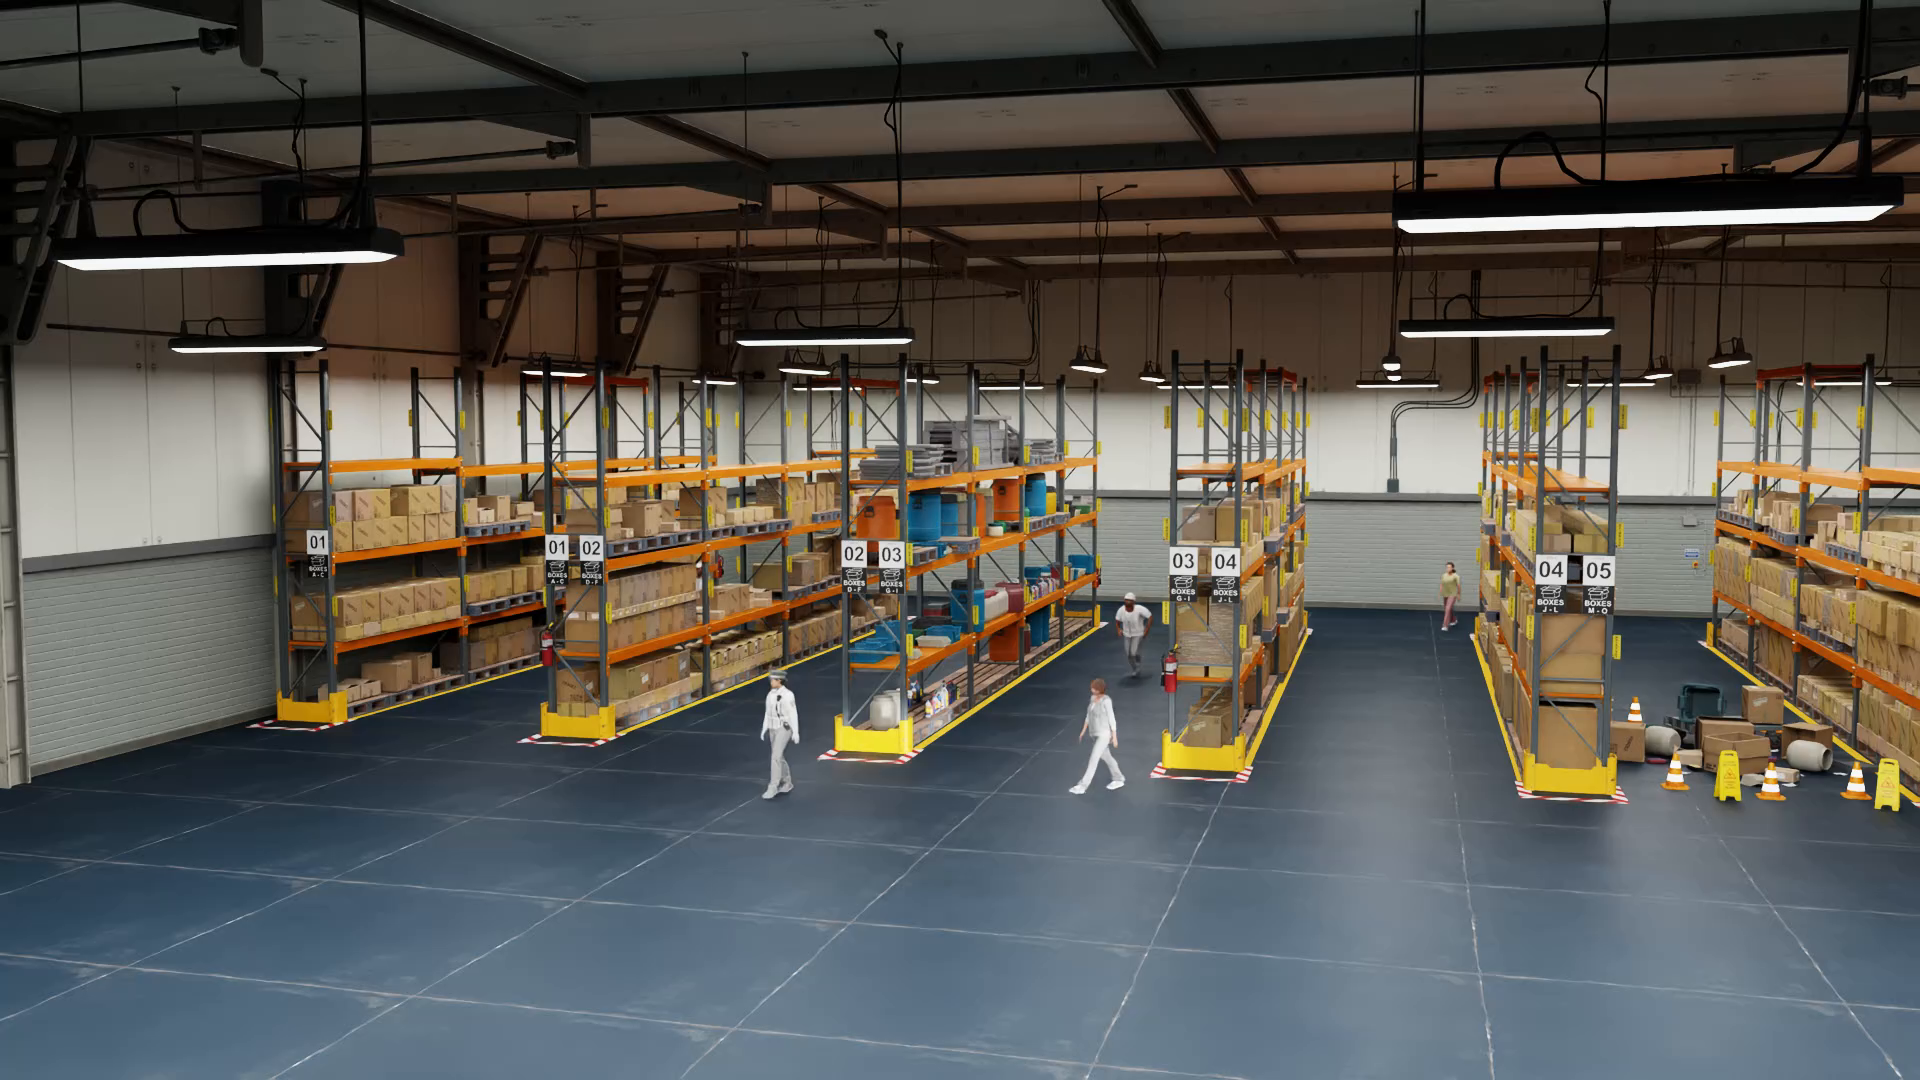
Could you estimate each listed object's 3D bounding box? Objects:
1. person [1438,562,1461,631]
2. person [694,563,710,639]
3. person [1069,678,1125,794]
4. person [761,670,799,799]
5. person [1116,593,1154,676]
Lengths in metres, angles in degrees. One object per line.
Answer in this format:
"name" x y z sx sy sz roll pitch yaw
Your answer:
"person" 11.677 1.331 39.602 0.468 1.616 1.066 4 6 43
"person" -6.010 1.387 38.152 0.548 1.727 1.094 1 4 13
"person" 1.811 2.613 22.271 0.973 1.540 0.442 -2 5 -25
"person" -2.491 2.576 22.214 0.710 1.665 0.601 -4 5 -41
"person" 3.394 1.842 32.347 0.747 1.672 0.677 2 5 26
